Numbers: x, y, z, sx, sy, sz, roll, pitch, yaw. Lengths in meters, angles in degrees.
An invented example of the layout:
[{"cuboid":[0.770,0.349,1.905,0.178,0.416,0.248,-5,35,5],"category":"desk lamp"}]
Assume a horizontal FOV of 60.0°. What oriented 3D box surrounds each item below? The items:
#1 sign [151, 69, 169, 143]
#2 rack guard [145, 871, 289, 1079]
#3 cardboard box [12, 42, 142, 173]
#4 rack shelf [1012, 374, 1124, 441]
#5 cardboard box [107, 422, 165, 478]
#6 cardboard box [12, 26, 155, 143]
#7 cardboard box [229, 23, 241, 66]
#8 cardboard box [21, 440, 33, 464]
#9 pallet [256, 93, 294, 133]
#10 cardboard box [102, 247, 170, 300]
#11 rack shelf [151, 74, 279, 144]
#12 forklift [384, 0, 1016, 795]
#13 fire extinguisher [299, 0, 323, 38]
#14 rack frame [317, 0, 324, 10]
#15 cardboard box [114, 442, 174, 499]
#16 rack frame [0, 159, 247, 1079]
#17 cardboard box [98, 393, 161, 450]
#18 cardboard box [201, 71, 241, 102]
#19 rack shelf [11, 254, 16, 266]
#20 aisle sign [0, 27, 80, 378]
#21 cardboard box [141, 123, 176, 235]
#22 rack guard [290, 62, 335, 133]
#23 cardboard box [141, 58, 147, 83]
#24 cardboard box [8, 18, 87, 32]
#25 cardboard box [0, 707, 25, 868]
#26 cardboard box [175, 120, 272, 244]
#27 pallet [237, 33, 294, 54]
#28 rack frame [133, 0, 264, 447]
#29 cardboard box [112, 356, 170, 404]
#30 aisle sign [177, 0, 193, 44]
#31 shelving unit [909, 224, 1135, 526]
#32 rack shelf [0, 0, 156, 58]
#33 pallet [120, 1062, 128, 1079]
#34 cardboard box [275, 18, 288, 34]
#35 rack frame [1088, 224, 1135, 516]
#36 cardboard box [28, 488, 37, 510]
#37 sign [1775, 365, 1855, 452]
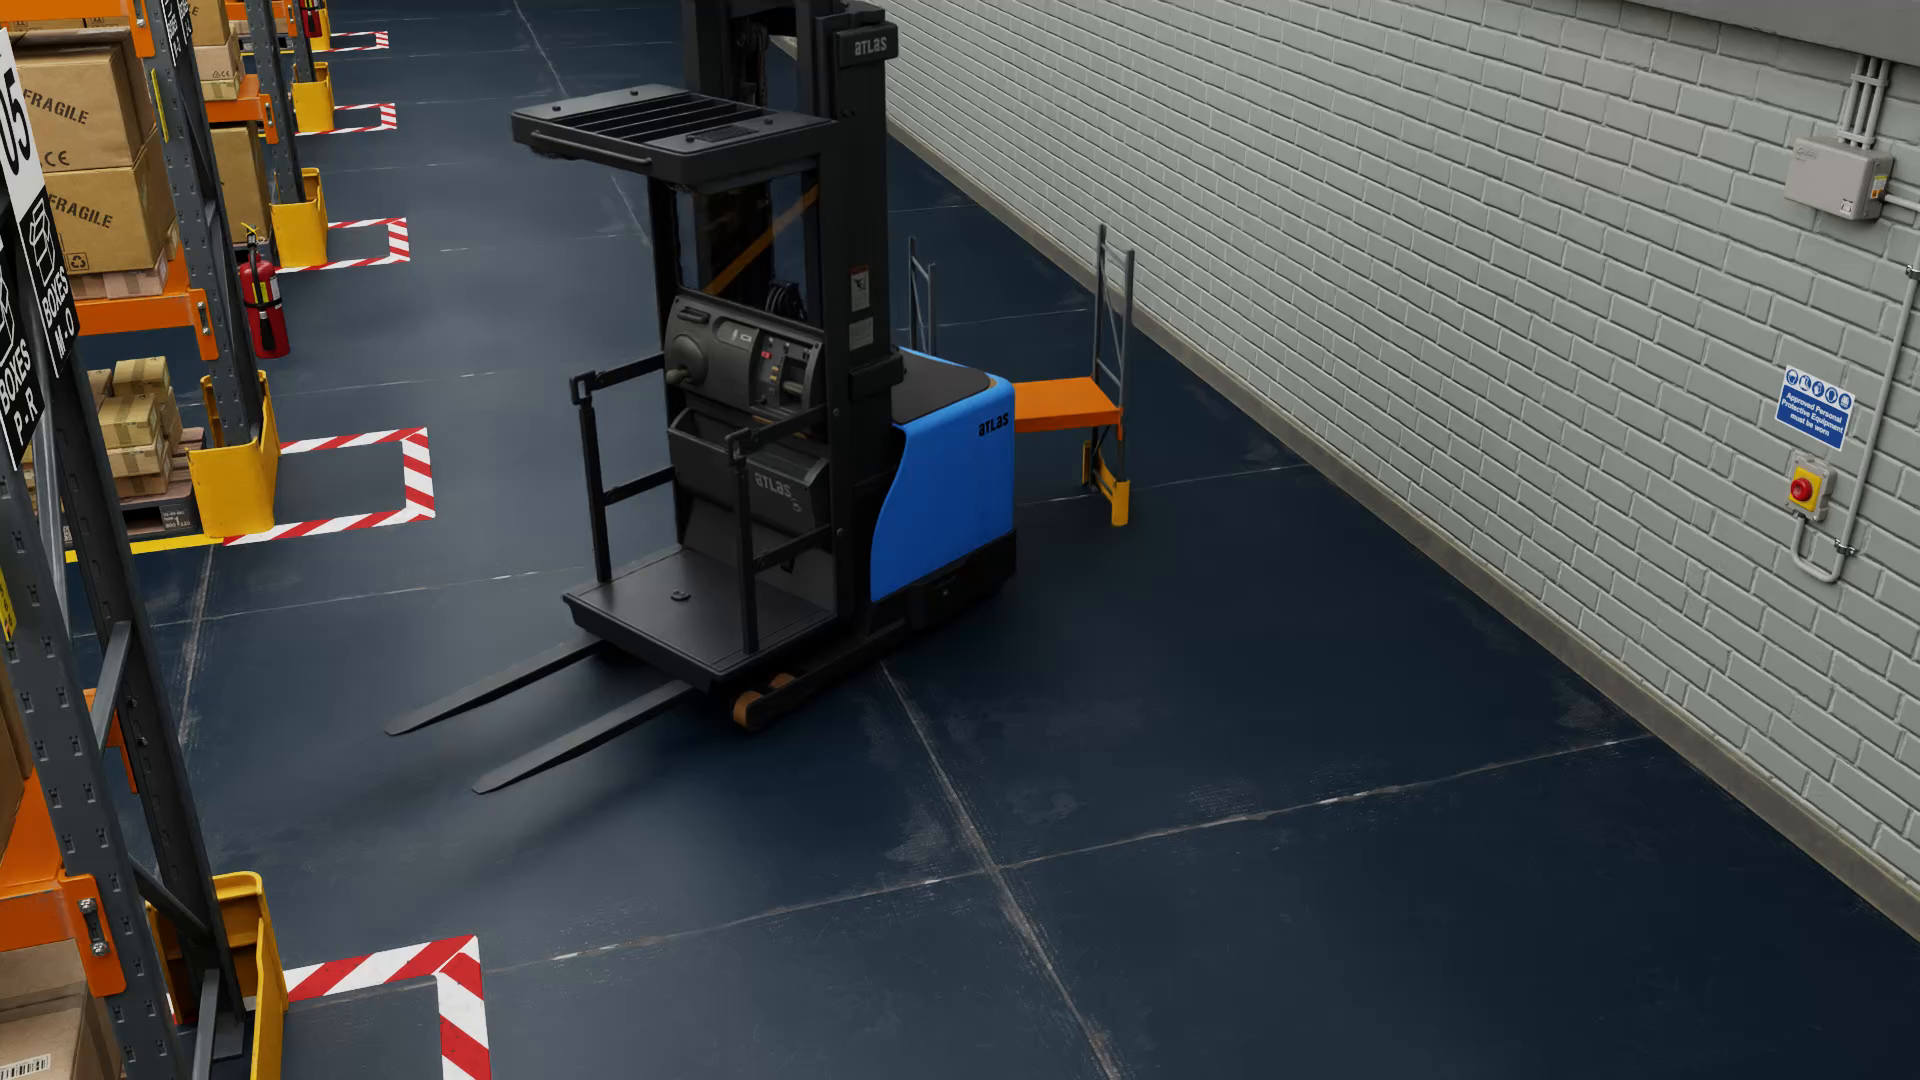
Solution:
[{"cuboid":[-3.772,-2.047,7.842,0.005,0.325,0.100,-8,28,-16],"category":"sign"},{"cuboid":[-2.273,1.571,5.023,0.348,0.500,1.175,-8,28,-16],"category":"rack guard"},{"cuboid":[-4.282,-2.082,7.998,0.500,0.500,0.500,-9,28,-17],"category":"cardboard box"},{"cuboid":[0.304,-0.663,8.803,1.000,0.185,0.538,-6,27,-12],"category":"rack shelf"},{"cuboid":[-4.338,-0.475,8.733,0.250,0.149,0.380,-9,28,-17],"category":"cardboard box"},{"cuboid":[-4.433,-2.300,8.439,0.500,0.500,0.500,-8,28,-16],"category":"cardboard box"},{"cuboid":[-5.904,-3.849,12.964,0.500,0.250,0.500,-9,28,-17],"category":"cardboard box"},{"cuboid":[-4.813,-0.522,8.493,0.250,0.149,0.380,-9,28,-17],"category":"cardboard box"},{"cuboid":[-7.694,-4.483,17.543,1.213,0.211,1.003,-8,28,-16],"category":"pallet"},{"cuboid":[-4.147,-1.347,8.373,0.250,0.149,0.380,-8,28,-16],"category":"cardboard box"},{"cuboid":[-7.266,-3.137,12.505,4.000,0.370,1.077,-8,28,-16],"category":"rack shelf"},{"cuboid":[-1.073,-0.752,6.969,1.130,2.935,3.031,21,33,36],"category":"forklift"},{"cuboid":[-6.614,-5.456,16.873,0.183,0.674,0.296,-8,28,-16],"category":"fire extinguisher"},{"cuboid":[-8.428,-7.924,21.338,0.127,3.000,1.000,-8,28,-16],"category":"rack frame"},{"cuboid":[-4.360,-0.375,8.865,0.250,0.149,0.380,-8,27,-15],"category":"cardboard box"},{"cuboid":[-2.295,0.455,4.460,0.127,3.000,1.000,-8,28,-16],"category":"rack frame"},{"cuboid":[-4.349,-0.622,8.694,0.250,0.149,0.380,-8,27,-16],"category":"cardboard box"},{"cuboid":[-5.601,-3.434,12.577,0.250,0.149,0.380,-8,27,-15],"category":"cardboard box"},{"cuboid":[-4.197,-0.291,3.398,4.000,0.370,1.077,-8,28,-16],"category":"rack shelf"},{"cuboid":[-2.317,-0.842,4.149,0.004,0.787,0.394,-8,28,-16],"category":"aisle sign"},{"cuboid":[-4.437,-1.857,8.670,0.500,0.500,0.500,-7,27,-14],"category":"cardboard box"},{"cuboid":[-6.879,-4.718,17.692,0.348,0.500,1.175,-8,28,-16],"category":"rack guard"},{"cuboid":[-6.225,-3.553,12.367,0.500,0.250,0.500,-9,28,-17],"category":"cardboard box"},{"cuboid":[-6.870,-4.042,12.510,0.500,0.500,0.500,-9,28,-17],"category":"cardboard box"},{"cuboid":[-2.672,0.589,4.079,0.500,0.500,0.500,-8,28,-16],"category":"cardboard box"},{"cuboid":[-5.948,-2.850,13.034,0.875,0.875,0.875,-8,28,-16],"category":"cardboard box"},{"cuboid":[-9.258,-6.554,21.715,1.213,0.211,1.003,-8,28,-16],"category":"pallet"},{"cuboid":[-3.924,-1.624,8.648,0.127,3.000,1.000,-8,28,-16],"category":"rack frame"},{"cuboid":[-4.528,-0.873,9.200,0.250,0.149,0.380,-10,28,-18],"category":"cardboard box"},{"cuboid":[-3.948,-2.925,8.346,0.004,0.787,0.394,-8,28,-16],"category":"aisle sign"},{"cuboid":[0.313,-0.825,8.725,1.083,1.500,0.587,-6,27,-12],"category":"shelving unit"},{"cuboid":[-5.826,-2.370,7.586,4.000,0.370,1.077,-8,28,-16],"category":"rack shelf"},{"cuboid":[-3.031,1.847,4.792,1.213,0.211,1.003,-8,28,-16],"category":"pallet"},{"cuboid":[-8.869,-6.823,21.436,0.500,0.500,0.500,-8,28,-16],"category":"cardboard box"},{"cuboid":[0.798,-0.878,8.831,0.032,1.500,0.500,-6,27,-12],"category":"rack frame"},{"cuboid":[-4.851,-0.296,8.707,0.250,0.149,0.380,-8,28,-16],"category":"cardboard box"},{"cuboid":[3.102,-0.481,6.042,0.001,0.218,0.327,-8,28,-16],"category":"sign"}]
